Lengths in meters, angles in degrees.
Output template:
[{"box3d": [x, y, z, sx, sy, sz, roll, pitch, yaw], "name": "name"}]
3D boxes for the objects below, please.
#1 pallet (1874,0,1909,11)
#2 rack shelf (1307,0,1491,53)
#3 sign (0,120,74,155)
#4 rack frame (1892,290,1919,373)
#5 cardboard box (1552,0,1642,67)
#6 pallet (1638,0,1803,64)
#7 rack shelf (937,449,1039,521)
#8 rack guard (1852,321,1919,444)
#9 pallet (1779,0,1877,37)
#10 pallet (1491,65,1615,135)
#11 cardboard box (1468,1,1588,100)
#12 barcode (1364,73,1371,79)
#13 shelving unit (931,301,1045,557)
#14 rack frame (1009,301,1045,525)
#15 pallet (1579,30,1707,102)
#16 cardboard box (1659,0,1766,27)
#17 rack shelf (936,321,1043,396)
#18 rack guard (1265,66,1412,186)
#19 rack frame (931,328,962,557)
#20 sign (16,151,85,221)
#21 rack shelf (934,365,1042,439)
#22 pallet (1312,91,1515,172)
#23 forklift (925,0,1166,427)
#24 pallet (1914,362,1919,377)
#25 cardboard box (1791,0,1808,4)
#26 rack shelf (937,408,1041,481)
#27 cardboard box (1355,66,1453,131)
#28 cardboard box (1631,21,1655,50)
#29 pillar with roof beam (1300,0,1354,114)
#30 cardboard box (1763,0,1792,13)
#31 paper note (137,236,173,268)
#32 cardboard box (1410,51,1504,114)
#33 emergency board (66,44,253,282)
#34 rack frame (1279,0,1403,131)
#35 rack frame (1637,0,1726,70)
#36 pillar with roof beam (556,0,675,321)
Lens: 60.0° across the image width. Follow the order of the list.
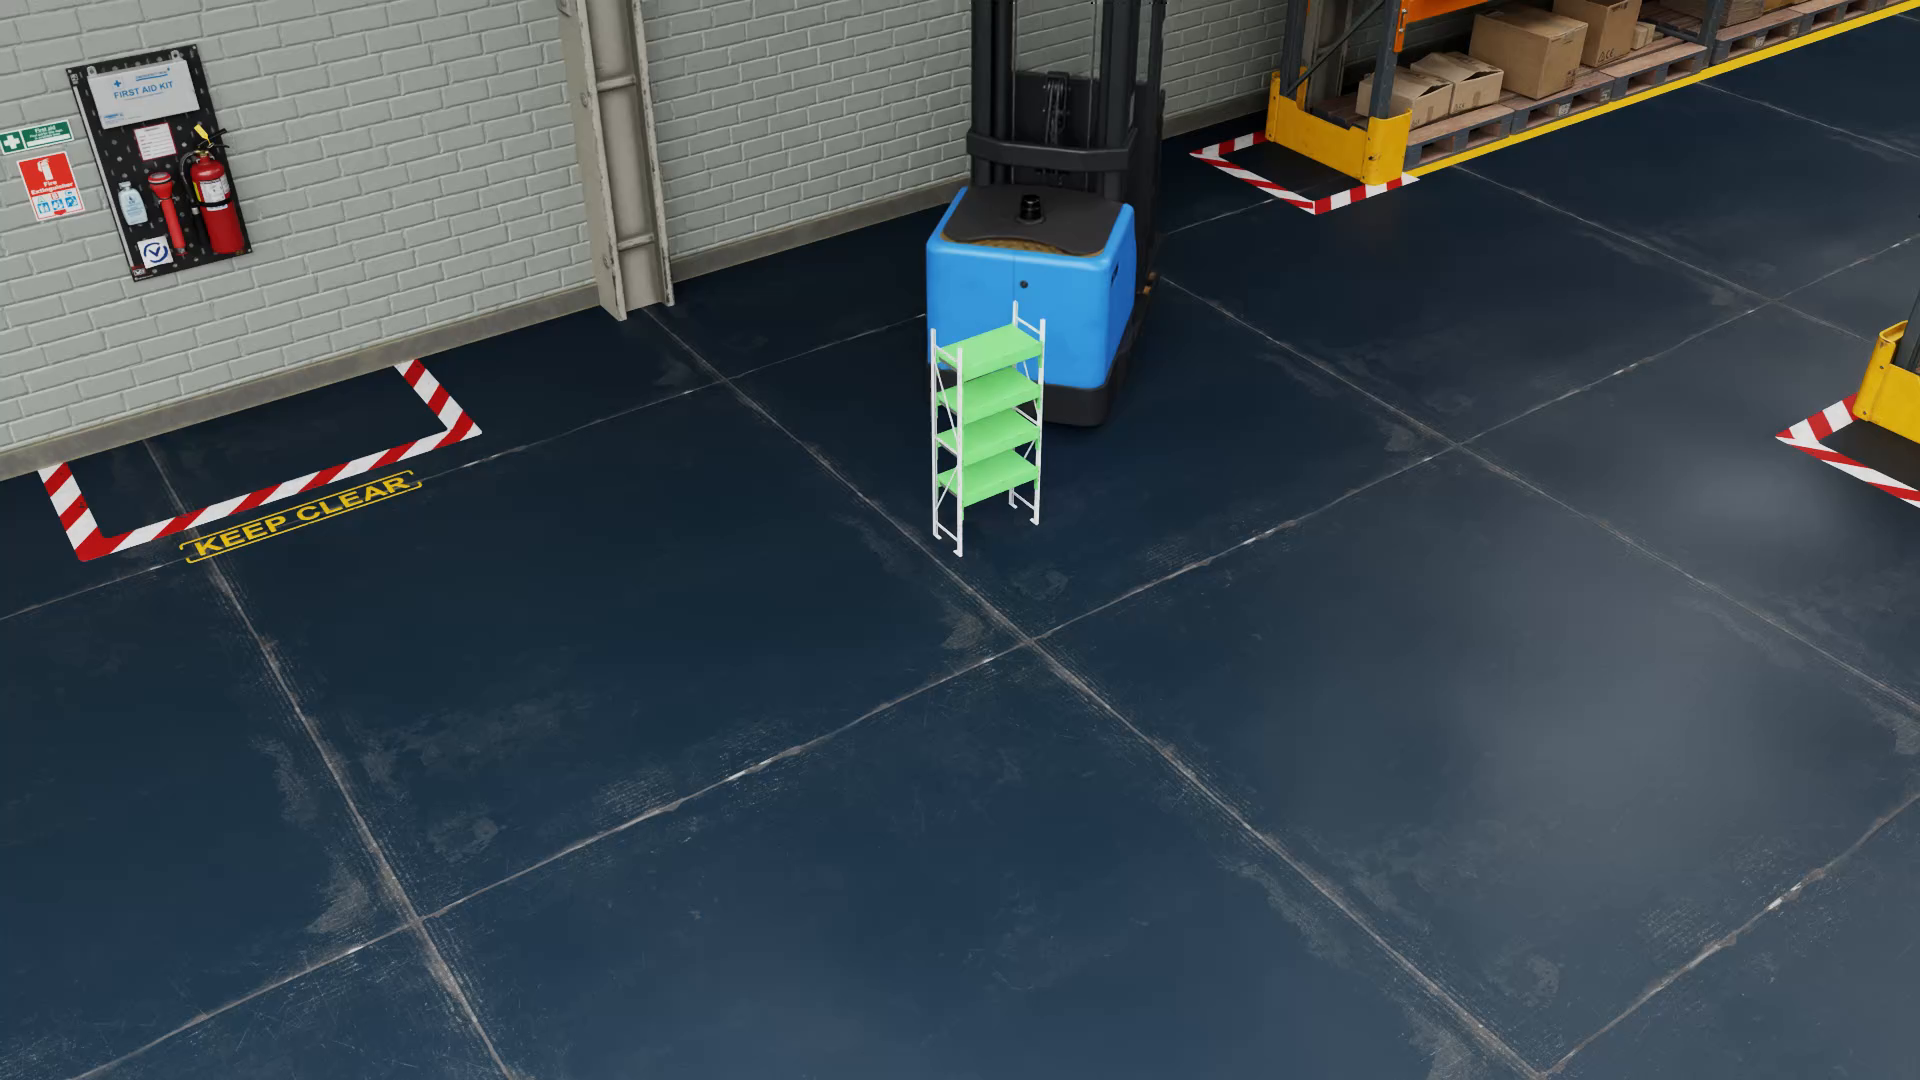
[{"box3d": [8.656, -5.403, 15.896, 1.213, 0.211, 1.003, -22, 41, -28], "name": "pallet"}, {"box3d": [4.391, -4.487, 12.850, 4.000, 0.370, 1.077, -22, 41, -28], "name": "rack shelf"}, {"box3d": [-4.619, -2.014, 8.310, 0.331, 0.109, 0.001, -22, 41, -28], "name": "sign"}, {"box3d": [5.613, -1.744, 8.419, 0.127, 3.000, 1.000, -22, 41, -28], "name": "rack frame"}, {"box3d": [5.200, -4.248, 13.665, 0.500, 0.500, 0.500, -26, 43, -31], "name": "cardboard box"}, {"box3d": [6.661, -4.583, 14.754, 1.213, 0.211, 1.003, -22, 41, -28], "name": "pallet"}, {"box3d": [0.135, -0.296, 8.468, 0.480, 0.148, 0.258, -22, 41, -28], "name": "rack shelf"}, {"box3d": [5.593, -0.721, 9.138, 0.348, 0.500, 1.175, -22, 41, -28], "name": "rack guard"}, {"box3d": [7.659, -4.995, 15.328, 1.213, 0.211, 1.003, -22, 41, -28], "name": "pallet"}, {"box3d": [4.499, -3.665, 13.478, 1.213, 0.211, 1.003, -22, 41, -28], "name": "pallet"}, {"box3d": [4.468, -3.875, 13.146, 0.500, 0.500, 0.700, -25, 43, -31], "name": "cardboard box"}, {"box3d": [3.158, -3.584, 12.896, 0.075, 0.075, 0.001, -22, 41, -28], "name": "barcode"}, {"box3d": [0.135, -0.543, 8.290, 0.503, 1.200, 0.258, -22, 41, -28], "name": "shelving unit"}, {"box3d": [0.335, -0.625, 8.405, 0.015, 1.200, 0.240, -22, 41, -28], "name": "rack frame"}, {"box3d": [5.497, -4.077, 14.052, 1.213, 0.211, 1.003, -22, 41, -28], "name": "pallet"}, {"box3d": [6.618, -4.871, 14.532, 0.500, 0.500, 0.700, -21, 41, -26], "name": "cardboard box"}, {"box3d": [0.135, -0.881, 8.047, 0.480, 0.148, 0.258, -22, 41, -28], "name": "rack shelf"}, {"box3d": [2.818, -3.118, 12.470, 0.348, 0.500, 1.175, -22, 41, -28], "name": "rack guard"}, {"box3d": [-0.064, -0.461, 8.176, 0.015, 1.200, 0.240, -22, 41, -28], "name": "rack frame"}, {"box3d": [-4.628, -1.802, 8.469, 0.234, 0.329, 0.001, -22, 41, -28], "name": "sign"}, {"box3d": [0.135, -0.686, 8.188, 0.480, 0.148, 0.258, -22, 41, -28], "name": "rack shelf"}, {"box3d": [3.503, -3.257, 12.911, 1.213, 0.211, 1.003, -22, 41, -28], "name": "pallet"}, {"box3d": [0.665, -2.686, 9.788, 1.130, 2.935, 3.031, 9, 37, 12], "name": "forklift"}, {"box3d": [6.214, -0.889, 9.619, 1.213, 0.211, 1.003, -22, 41, -28], "name": "pallet"}, {"box3d": [7.452, -5.222, 15.019, 0.500, 0.500, 0.700, -22, 41, -27], "name": "cardboard box"}, {"box3d": [0.135, -0.491, 8.328, 0.480, 0.148, 0.258, -22, 41, -28], "name": "rack shelf"}, {"box3d": [3.373, -3.384, 12.625, 0.500, 0.311, 0.500, -28, 44, -33], "name": "cardboard box"}, {"box3d": [5.606, -4.286, 14.004, 0.250, 0.166, 0.380, -28, 44, -33], "name": "cardboard box"}, {"box3d": [5.310, -5.136, 7.997, 0.400, 9.000, 9.100, -22, 41, -28], "name": "pillar with roof beam"}, {"box3d": [7.011, -5.069, 14.807, 0.500, 0.500, 0.700, -23, 42, -29], "name": "cardboard box"}, {"box3d": [-4.301, -1.540, 8.890, 0.142, 0.148, 0.016, -22, 41, -28], "name": "paper note"}, {"box3d": [3.839, -3.575, 12.892, 0.500, 0.311, 0.500, -19, 40, -24], "name": "cardboard box"}, {"box3d": [-4.116, -1.924, 8.669, 0.643, 1.169, 0.194, -22, 41, -28], "name": "emergency board"}, {"box3d": [2.756, -4.107, 11.704, 0.127, 3.000, 1.000, -22, 41, -28], "name": "rack frame"}, {"box3d": [6.026, -5.452, 13.575, 0.127, 3.000, 1.000, -22, 41, -28], "name": "rack frame"}, {"box3d": [0.406, -3.118, 5.191, 0.400, 9.000, 9.100, -22, 41, -28], "name": "pillar with roof beam"}]
